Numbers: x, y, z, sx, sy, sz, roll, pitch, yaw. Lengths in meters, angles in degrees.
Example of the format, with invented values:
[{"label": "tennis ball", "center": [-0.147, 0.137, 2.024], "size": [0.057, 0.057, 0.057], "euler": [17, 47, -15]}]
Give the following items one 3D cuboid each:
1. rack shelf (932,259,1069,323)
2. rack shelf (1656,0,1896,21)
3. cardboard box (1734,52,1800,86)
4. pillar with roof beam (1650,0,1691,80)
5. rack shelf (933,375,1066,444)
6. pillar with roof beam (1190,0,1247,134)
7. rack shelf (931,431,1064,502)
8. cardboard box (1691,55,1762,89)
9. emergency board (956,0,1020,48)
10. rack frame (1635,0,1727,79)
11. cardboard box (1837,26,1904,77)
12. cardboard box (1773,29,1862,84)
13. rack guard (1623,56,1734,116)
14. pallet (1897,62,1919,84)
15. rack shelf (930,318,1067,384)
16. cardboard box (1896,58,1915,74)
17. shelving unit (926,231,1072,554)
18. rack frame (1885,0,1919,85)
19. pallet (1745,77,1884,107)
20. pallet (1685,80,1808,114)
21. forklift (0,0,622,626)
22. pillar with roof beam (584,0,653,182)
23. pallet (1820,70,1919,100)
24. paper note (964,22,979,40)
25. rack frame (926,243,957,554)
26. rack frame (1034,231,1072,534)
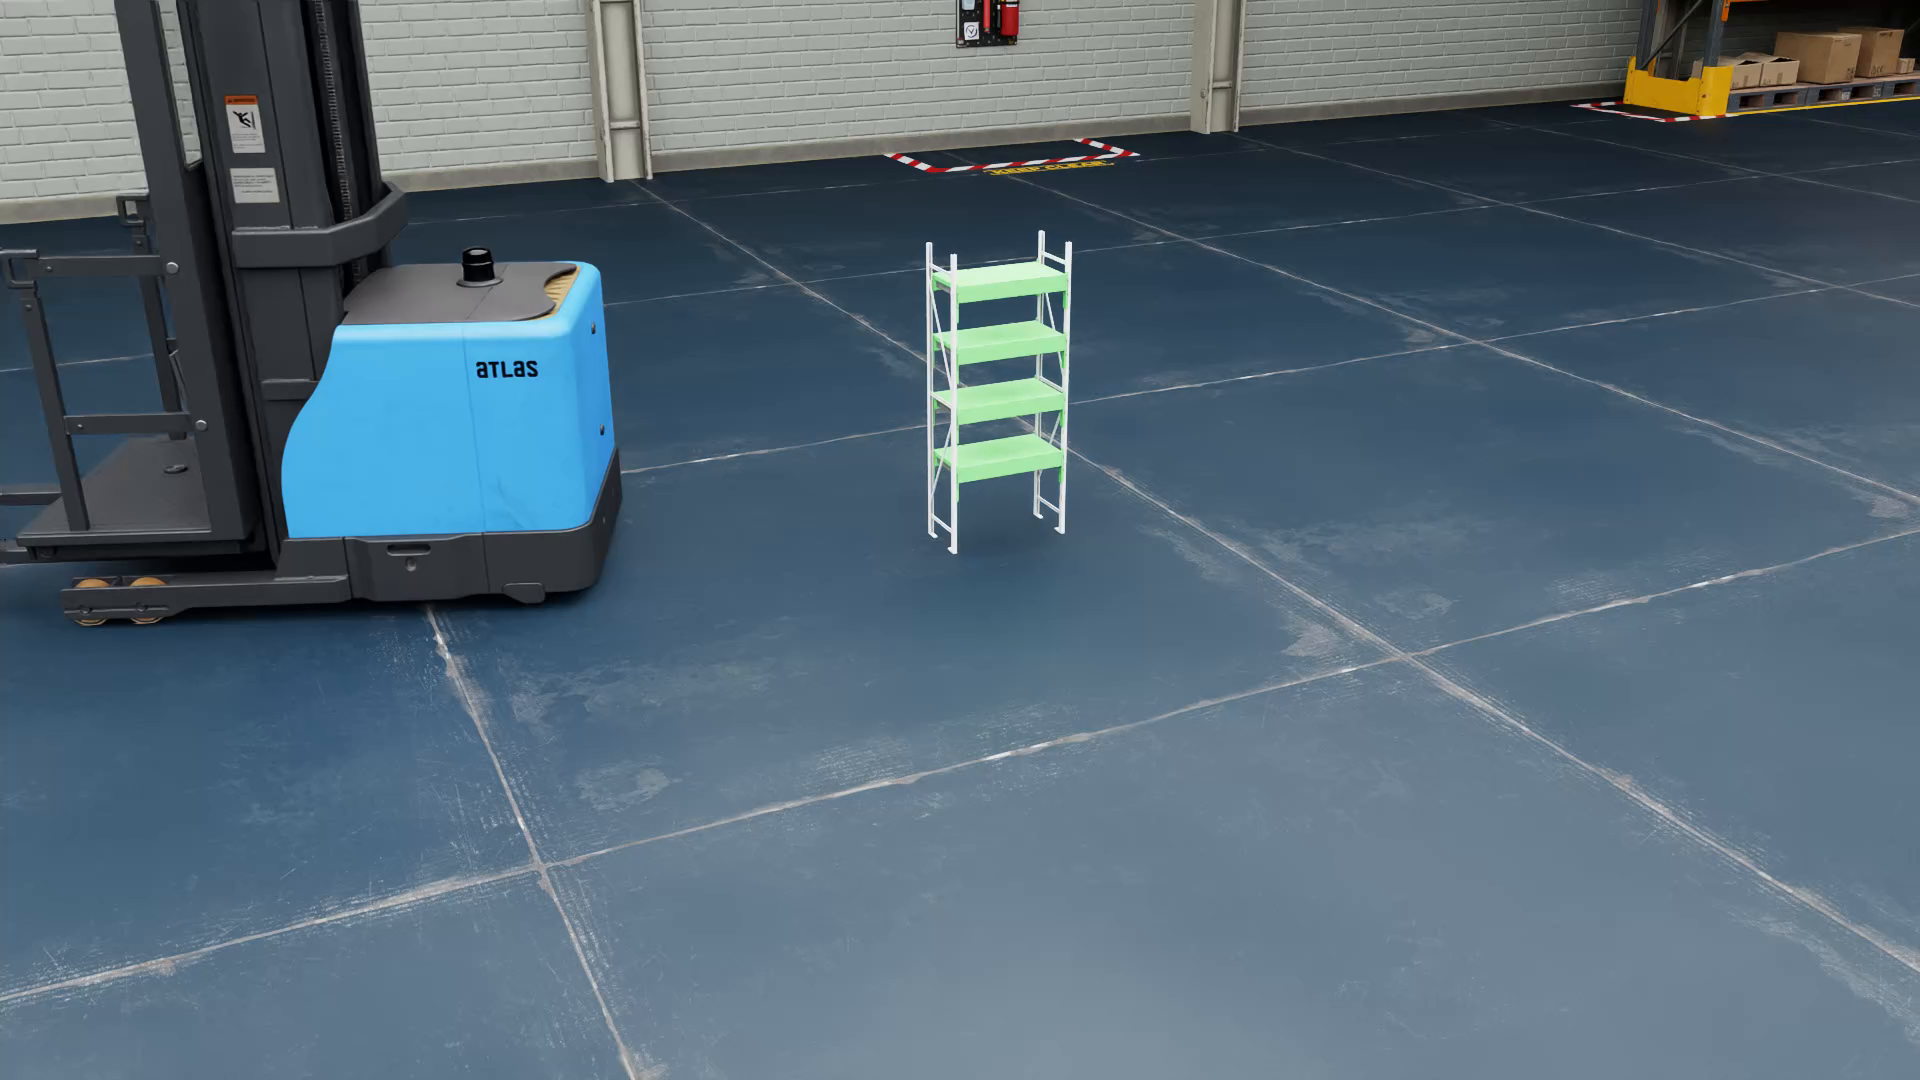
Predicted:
[{"label": "rack shelf", "center": [0.149, -0.966, 6.428], "size": [0.480, 0.148, 0.258], "euler": [-10, 25, -24]}, {"label": "rack shelf", "center": [9.493, -6.069, 18.430], "size": [4.000, 0.370, 1.077], "euler": [-10, 25, -24]}, {"label": "cardboard box", "center": [8.867, -5.209, 18.352], "size": [0.500, 0.311, 0.500], "euler": [-8, 24, -19]}, {"label": "pillar with roof beam", "center": [9.814, -7.772, 13.760], "size": [0.400, 9.000, 9.100], "euler": [-10, 25, -24]}, {"label": "rack shelf", "center": [0.149, -0.523, 6.611], "size": [0.480, 0.148, 0.258], "euler": [-10, 25, -24]}, {"label": "pillar with roof beam", "center": [4.407, -6.777, 11.356], "size": [0.400, 9.000, 9.100], "euler": [-10, 25, -24]}, {"label": "rack shelf", "center": [0.149, -0.301, 6.703], "size": [0.480, 0.148, 0.258], "euler": [-10, 25, -24]}, {"label": "cardboard box", "center": [8.354, -5.114, 18.124], "size": [0.500, 0.311, 0.500], "euler": [-14, 26, -30]}, {"label": "emergency board", "center": [0.297, -5.092, 15.129], "size": [0.643, 1.169, 0.194], "euler": [-10, 25, -24]}, {"label": "rack frame", "center": [7.691, -6.070, 17.491], "size": [0.127, 3.000, 1.000], "euler": [-10, 25, -24]}, {"label": "cardboard box", "center": [10.377, -5.595, 19.039], "size": [0.500, 0.500, 0.500], "euler": [-12, 26, -28]}, {"label": "cardboard box", "center": [9.550, -5.401, 18.568], "size": [0.500, 0.500, 0.700], "euler": [-12, 25, -27]}, {"label": "rack guard", "center": [7.760, -4.927, 18.000], "size": [0.348, 0.500, 1.175], "euler": [-10, 25, -24]}, {"label": "pallet", "center": [11.996, -5.574, 19.941], "size": [1.213, 0.211, 1.003], "euler": [-10, 25, -24]}, {"label": "rack shelf", "center": [0.149, -0.745, 6.519], "size": [0.480, 0.148, 0.258], "euler": [-10, 25, -24]}, {"label": "cardboard box", "center": [10.826, -5.528, 19.312], "size": [0.250, 0.166, 0.380], "euler": [-14, 26, -30]}, {"label": "shelving unit", "center": [0.149, -0.582, 6.587], "size": [0.503, 1.200, 0.258], "euler": [-10, 25, -24]}, {"label": "rack frame", "center": [11.295, -6.733, 19.094], "size": [0.127, 3.000, 1.000], "euler": [-10, 25, -24]}, {"label": "pallet", "center": [9.605, -5.117, 18.836], "size": [1.213, 0.211, 1.003], "euler": [-10, 25, -24]}, {"label": "pallet", "center": [8.507, -4.916, 18.351], "size": [1.213, 0.211, 1.003], "euler": [-10, 25, -24]}, {"label": "forklift", "center": [-2.894, -1.254, 5.948], "size": [3.031, 2.935, 1.130], "euler": [-2, 23, -4]}, {"label": "pillar with roof beam", "center": [-0.999, -5.782, 8.952], "size": [0.400, 9.000, 9.100], "euler": [-10, 25, -24]}, {"label": "pallet", "center": [10.705, -5.321, 19.329], "size": [1.213, 0.211, 1.003], "euler": [-10, 25, -24]}, {"label": "paper note", "center": [0.108, -4.679, 15.284], "size": [0.142, 0.148, 0.016], "euler": [-10, 25, -24]}, {"label": "rack frame", "center": [-0.071, -0.541, 6.489], "size": [0.015, 1.200, 0.240], "euler": [-10, 25, -24]}, {"label": "rack frame", "center": [0.369, -0.622, 6.685], "size": [0.015, 1.200, 0.240], "euler": [-10, 25, -24]}]
